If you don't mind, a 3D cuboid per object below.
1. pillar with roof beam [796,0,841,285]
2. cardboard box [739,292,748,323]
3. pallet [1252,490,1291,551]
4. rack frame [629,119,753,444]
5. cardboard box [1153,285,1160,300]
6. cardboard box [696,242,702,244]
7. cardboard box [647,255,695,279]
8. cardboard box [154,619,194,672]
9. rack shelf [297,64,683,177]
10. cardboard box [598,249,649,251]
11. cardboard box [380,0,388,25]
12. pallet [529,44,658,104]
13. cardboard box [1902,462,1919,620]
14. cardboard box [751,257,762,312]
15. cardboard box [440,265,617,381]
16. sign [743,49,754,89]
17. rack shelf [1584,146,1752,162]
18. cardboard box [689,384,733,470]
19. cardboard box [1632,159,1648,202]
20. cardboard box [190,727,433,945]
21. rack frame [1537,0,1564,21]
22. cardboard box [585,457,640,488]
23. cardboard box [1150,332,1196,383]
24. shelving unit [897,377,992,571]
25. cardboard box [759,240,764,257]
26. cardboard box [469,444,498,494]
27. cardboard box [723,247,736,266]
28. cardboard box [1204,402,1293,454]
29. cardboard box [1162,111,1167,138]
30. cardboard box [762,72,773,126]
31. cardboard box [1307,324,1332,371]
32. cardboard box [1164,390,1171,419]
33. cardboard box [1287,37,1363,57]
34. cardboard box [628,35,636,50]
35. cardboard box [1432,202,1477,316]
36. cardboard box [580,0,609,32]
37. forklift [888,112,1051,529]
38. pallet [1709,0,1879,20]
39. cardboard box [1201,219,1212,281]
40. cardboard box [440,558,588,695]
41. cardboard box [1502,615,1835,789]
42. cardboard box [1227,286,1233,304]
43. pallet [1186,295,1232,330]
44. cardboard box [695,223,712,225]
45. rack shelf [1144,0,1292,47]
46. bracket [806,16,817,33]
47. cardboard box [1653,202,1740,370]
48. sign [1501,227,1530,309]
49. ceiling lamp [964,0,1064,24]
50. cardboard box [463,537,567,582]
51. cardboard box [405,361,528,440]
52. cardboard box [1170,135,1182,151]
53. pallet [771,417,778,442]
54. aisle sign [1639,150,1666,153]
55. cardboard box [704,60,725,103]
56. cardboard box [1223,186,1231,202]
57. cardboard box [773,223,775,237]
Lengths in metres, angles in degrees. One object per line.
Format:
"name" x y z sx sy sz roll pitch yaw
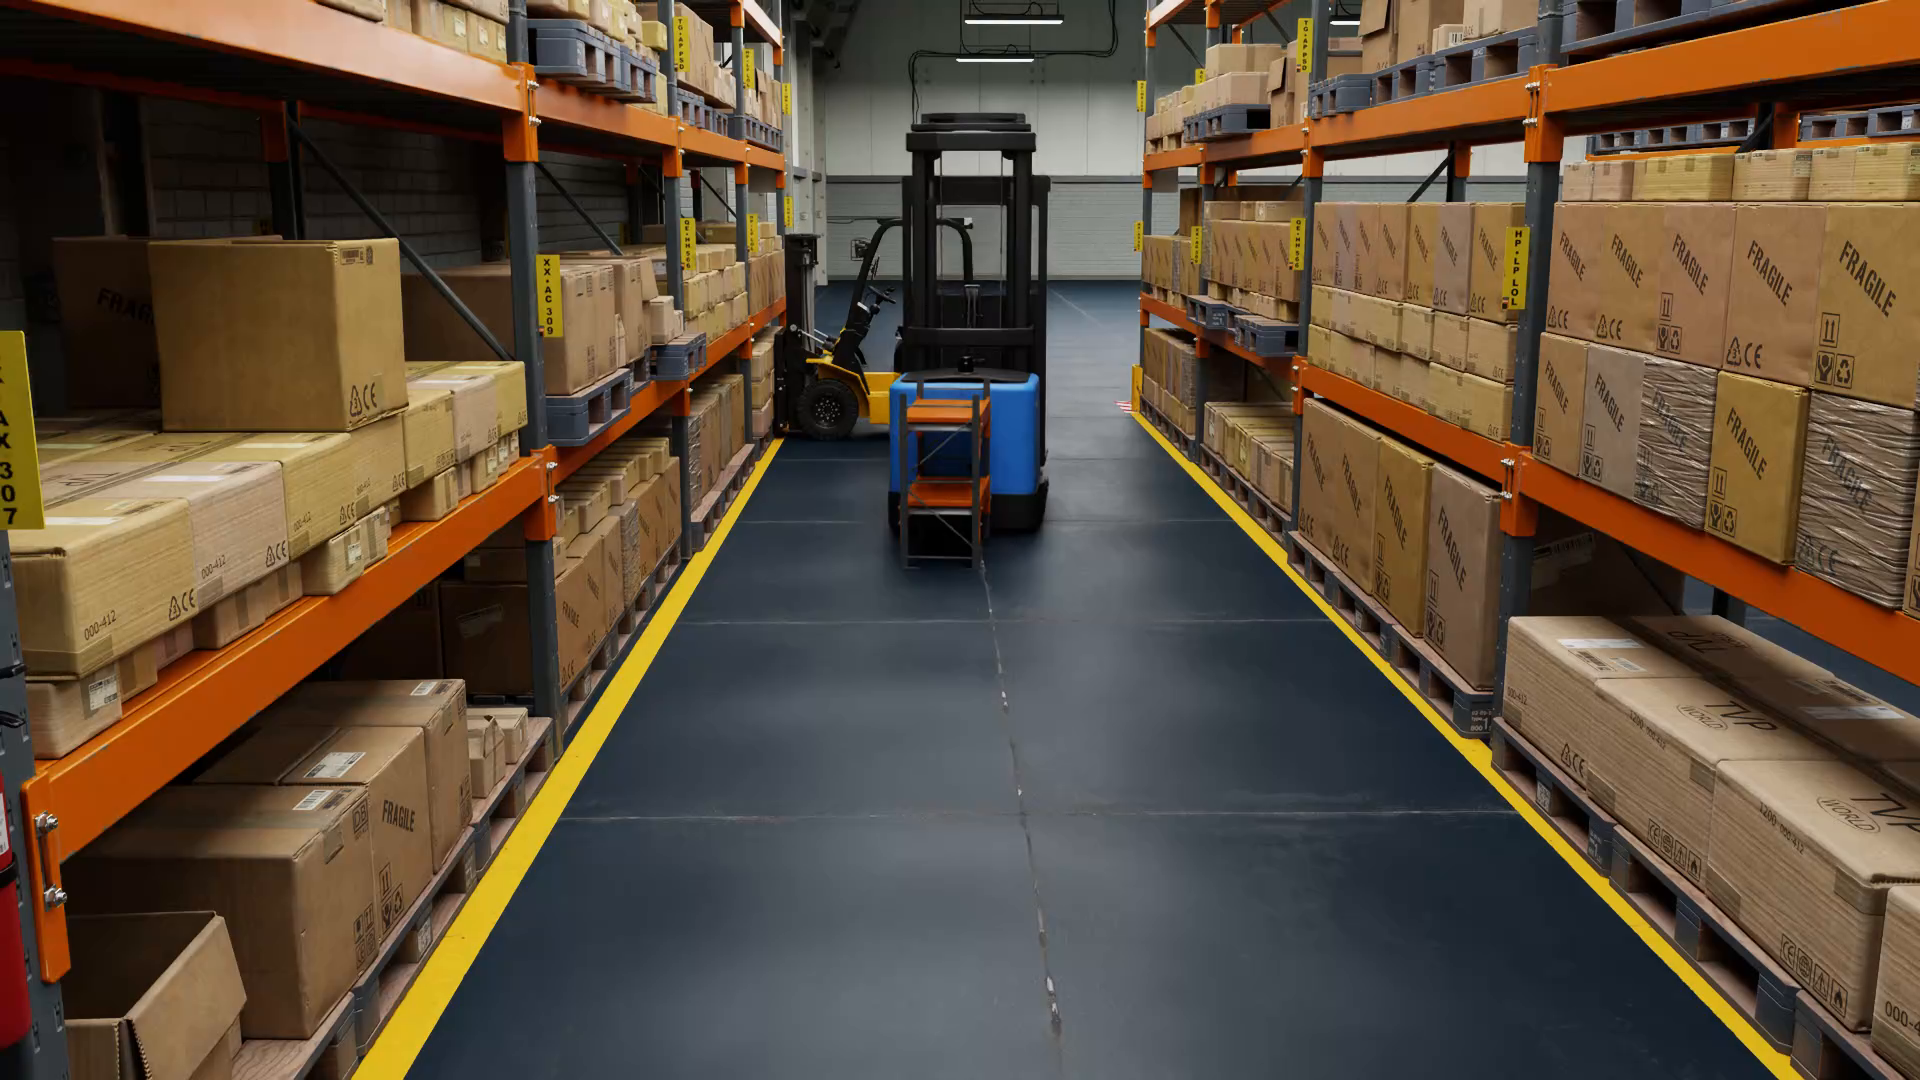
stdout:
"pillar with roof beam" 0.489 -10.517 40.768 9.100 9.000 0.548 0 11 -1
"cardboard box" -2.078 -1.963 14.069 0.500 0.250 0.500 0 11 0
"pallet" 2.681 -0.151 11.770 1.003 0.211 1.213 0 11 -1
"rack frame" -2.350 -2.136 14.542 1.000 3.000 0.127 0 11 -1
"cardboard box" 2.233 -2.607 17.496 0.380 0.149 0.250 0 11 0
"cardboard box" -2.606 -2.769 15.780 0.380 0.149 0.250 0 11 1
"cardboard box" -1.986 -1.825 11.128 0.380 0.149 0.250 0 11 0
"cardboard box" -1.926 0.204 3.642 0.380 0.149 0.250 0 11 -2
"rack shelf" -2.226 -2.061 8.437 1.077 0.370 4.000 0 11 -1
"cardboard box" -2.572 -2.129 12.624 0.380 0.149 0.250 0 11 -1
"cardboard box" -1.895 -1.568 4.831 0.380 0.149 0.250 0 11 -1
"pallet" -2.152 -2.260 8.081 1.213 0.211 1.003 0 11 -1
"cardboard box" 2.591 -0.015 3.838 0.500 0.500 0.500 0 11 -2
"cardboard box" -2.125 -2.378 15.483 0.500 0.500 0.500 0 11 0
"cardboard box" -1.981 -1.000 7.638 0.700 0.500 0.500 0 11 -1
"sign" -1.807 -4.018 14.182 0.100 0.325 0.005 0 11 -1
"rack shelf" 7.518 -3.712 16.579 1.077 0.370 4.000 0 11 -1
"cardboard box" -2.319 -0.920 13.465 0.875 0.625 0.625 0 11 -2
"cardboard box" 2.594 -1.258 5.819 0.380 0.149 0.250 0 11 -2
"cardboard box" -1.909 0.871 4.951 0.500 0.500 0.500 0 11 0
"rack frame" 2.778 -3.507 6.211 1.000 3.000 0.127 0 11 -1
"cardboard box" -2.046 -0.383 9.501 0.380 0.149 0.250 0 11 1
"cardboard box" 2.287 -1.908 17.391 0.500 0.500 0.500 -1 11 -3
"shelving unit" -0.087 -0.464 11.015 0.538 1.125 1.048 1 12 5
"cardboard box" -2.068 -2.772 15.794 0.380 0.149 0.250 0 11 -2
"cardboard box" -1.869 -0.257 5.913 0.380 0.149 0.250 0 11 0
"cardboard box" -2.007 -2.284 13.389 0.380 0.149 0.250 -1 11 -3
"cardboard box" 2.626 -0.971 14.352 0.950 0.372 0.625 0 11 0
"cardboard box" 2.310 -4.191 16.755 0.500 0.250 0.500 0 11 1
"cardboard box" -2.258 -4.414 16.667 0.700 0.500 0.500 0 11 -1
"cardboard box" 2.454 -1.190 10.258 0.500 0.250 0.500 0 11 -2
"cardboard box" 2.305 -1.339 16.472 0.500 0.250 0.500 0 11 0
"cardboard box" 2.795 -3.687 12.707 0.500 0.250 0.500 0 11 0
"cardboard box" -2.005 -2.710 9.203 0.380 0.149 0.250 0 11 -1
"cardboard box" 2.500 -1.296 7.638 0.500 0.500 0.500 0 11 0
"cardboard box" -1.787 -2.360 7.430 0.380 0.149 0.250 0 11 0
"forklift" 0.132 -1.755 12.838 1.130 2.935 3.031 1 12 5
"pallet" 2.807 -1.589 4.524 1.003 0.211 1.213 0 11 -1
"cardboard box" 2.336 -2.463 14.100 0.500 0.500 0.500 0 11 0
"cardboard box" -1.969 0.377 7.389 0.500 0.500 0.500 0 11 1
"cardboard box" 2.684 0.608 6.404 0.875 0.438 0.875 0 11 -2
"cardboard box" 2.350 -1.971 13.308 0.380 0.149 0.250 0 11 0
"pallet" 2.483 -1.910 13.914 1.003 0.211 1.213 0 11 -1
"cardboard box" -2.627 -3.016 16.249 0.380 0.149 0.250 0 11 0
"rack shelf" 2.572 -5.140 16.082 1.077 0.370 4.000 0 11 -1
"bracket" -3.398 -11.671 37.399 0.076 0.066 4.783 0 11 -1
"cardboard box" 2.549 -0.808 5.230 0.500 0.500 0.500 0 11 0
"sign" 2.236 -1.091 6.680 0.100 0.325 0.005 0 11 -1
"ceiling lamp" 1.078 -11.994 33.363 2.000 3.185 0.800 0 11 -1
"cardboard box" -1.926 0.083 7.203 0.380 0.149 0.250 0 11 2
"cardboard box" -1.930 -0.518 6.195 0.500 0.250 0.500 0 11 0
"cardboard box" 2.289 -3.923 16.438 0.380 0.149 0.250 -1 11 -3
"pallet" -2.352 -1.171 16.798 1.003 0.211 1.213 0 11 -1
"aisle sign" 7.776 -4.282 18.582 0.394 0.787 0.004 0 11 -1
"cardboard box" -2.075 -3.522 12.745 0.500 0.311 0.500 -1 11 -3
"cardboard box" 2.832 -3.032 15.444 0.700 0.500 0.500 0 11 -1
"cardboard box" -2.098 -3.171 17.016 0.380 0.149 0.250 0 11 0
